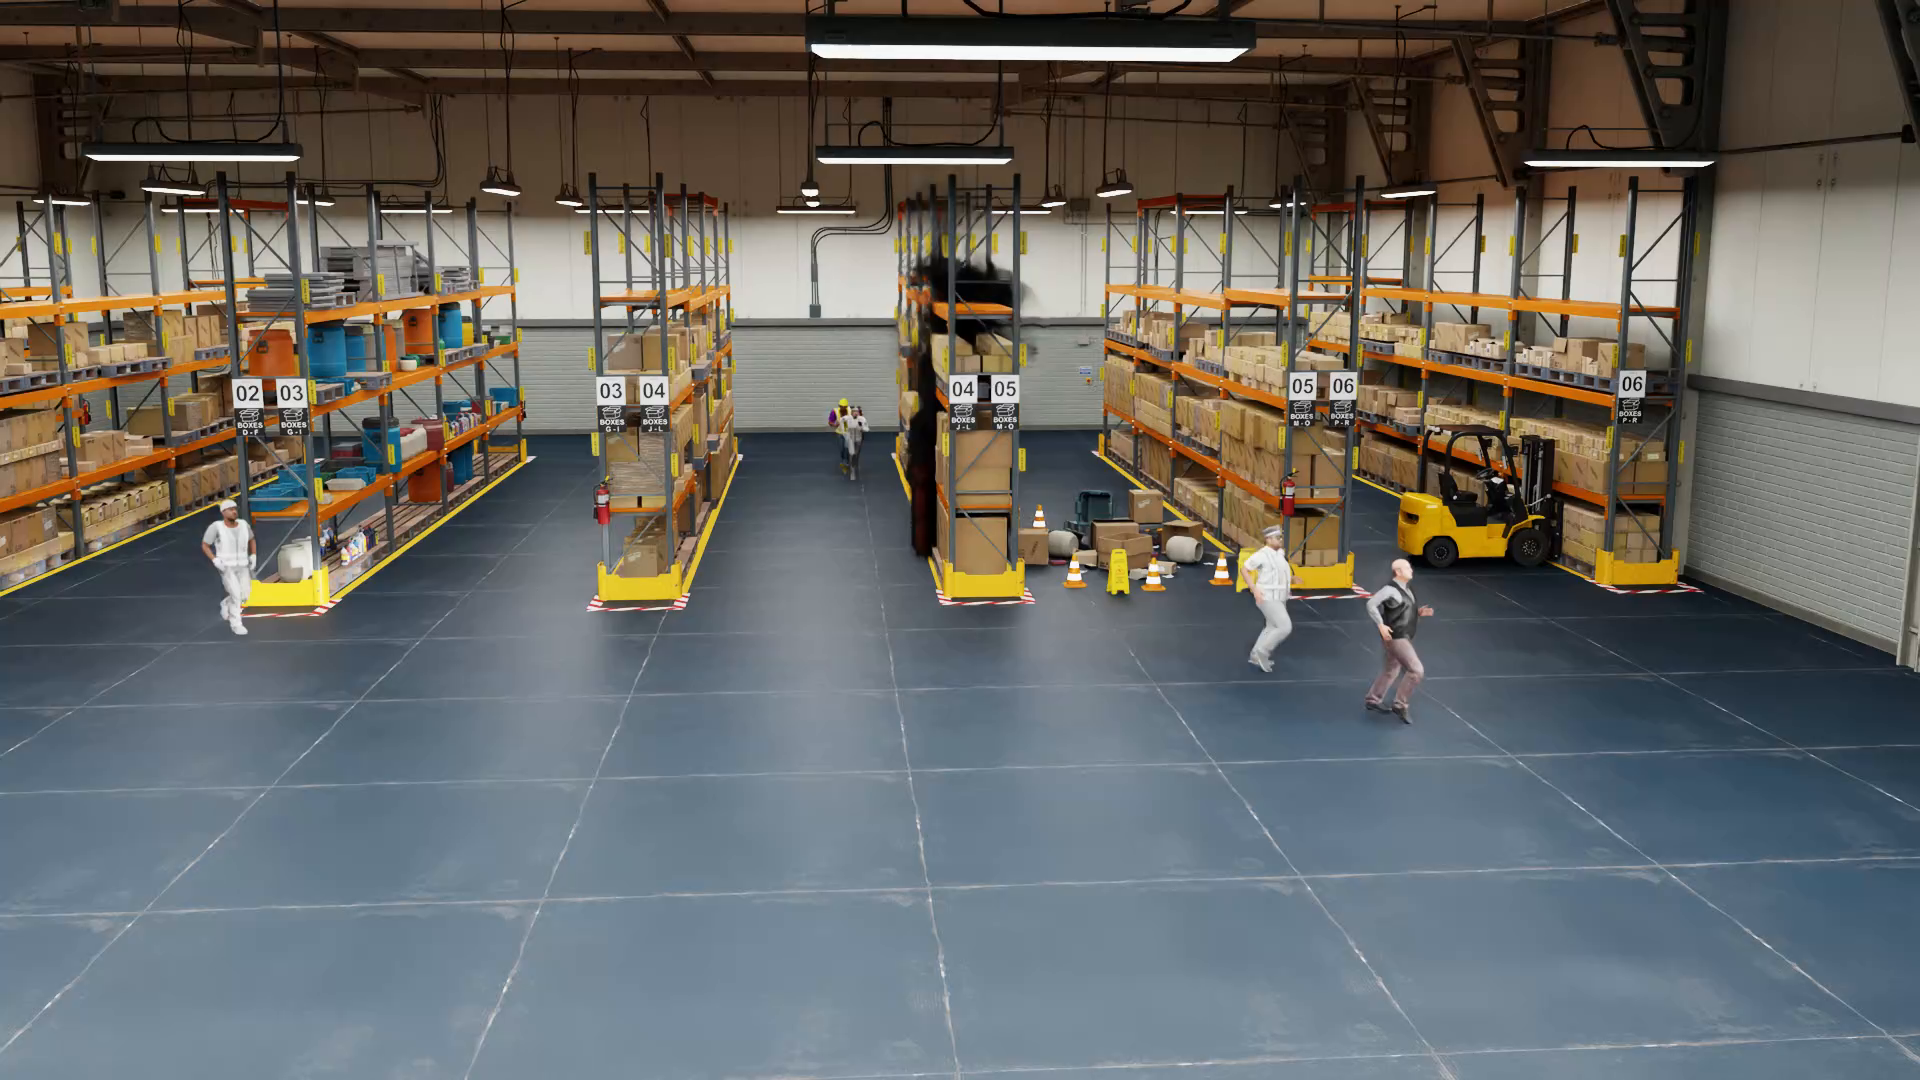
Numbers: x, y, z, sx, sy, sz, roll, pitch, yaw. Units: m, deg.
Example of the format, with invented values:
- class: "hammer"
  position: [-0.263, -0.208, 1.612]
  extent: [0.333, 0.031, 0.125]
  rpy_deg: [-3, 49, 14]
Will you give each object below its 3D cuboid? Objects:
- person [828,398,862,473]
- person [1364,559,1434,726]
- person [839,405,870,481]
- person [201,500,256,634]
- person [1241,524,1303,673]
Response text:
- class: "person"
  position: [-2.584, -2.360, 37.417]
  extent: [0.745, 1.715, 1.026]
  rpy_deg: [0, 10, -2]
- class: "person"
  position: [4.664, 1.076, 17.675]
  extent: [0.699, 1.763, 0.638]
  rpy_deg: [5, 11, 28]
- class: "person"
  position: [-2.284, -2.122, 35.988]
  extent: [0.611, 1.652, 0.883]
  rpy_deg: [-2, 10, -12]
- class: "person"
  position: [-9.565, 0.336, 21.858]
  extent: [0.641, 1.746, 0.712]
  rpy_deg: [8, 13, 37]
- class: "person"
  position: [3.739, 0.700, 19.711]
  extent: [0.677, 1.763, 0.646]
  rpy_deg: [7, 12, 35]
